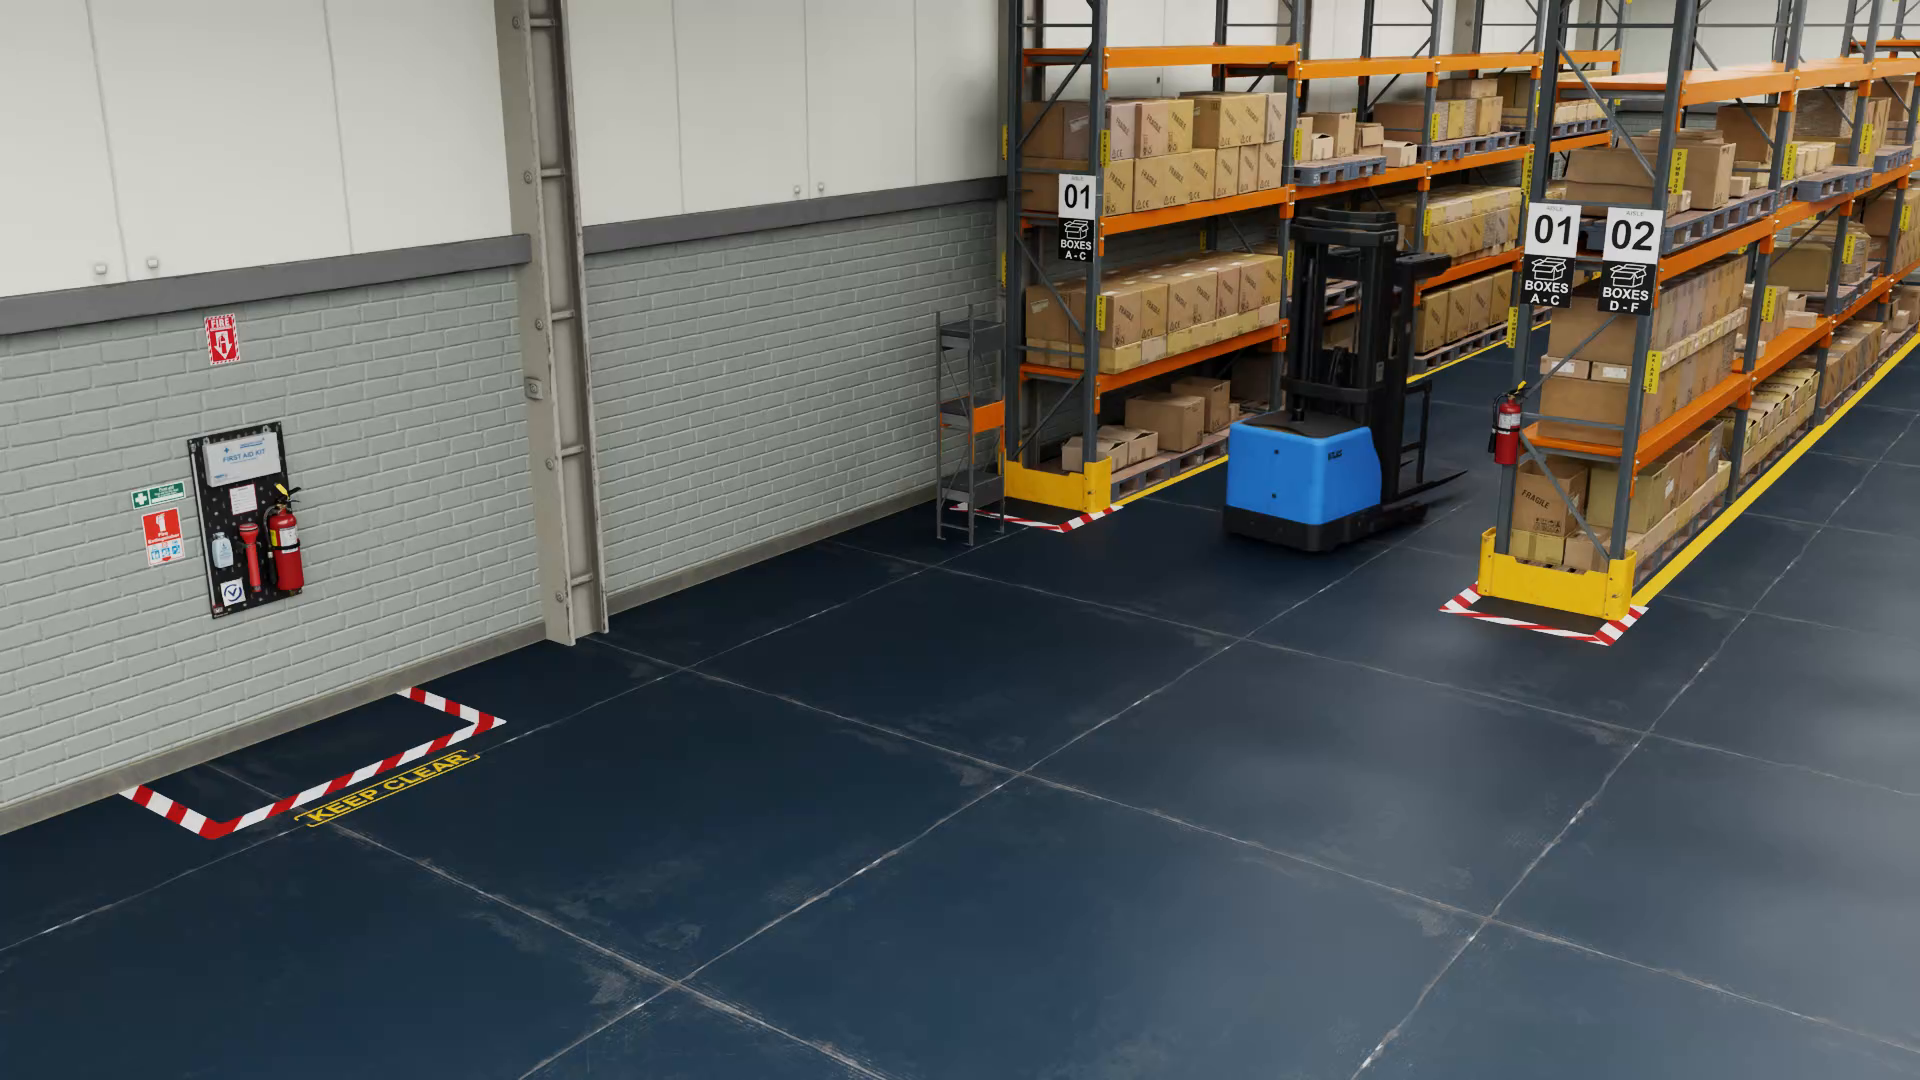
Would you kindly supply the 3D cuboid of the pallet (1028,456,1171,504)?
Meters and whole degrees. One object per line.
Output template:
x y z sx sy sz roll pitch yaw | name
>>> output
1.440 -0.682 17.092 1.003 0.211 1.213 12 21 35 | pallet

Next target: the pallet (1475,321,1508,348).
7.633 -3.138 25.000 1.003 0.211 1.213 12 21 35 | pallet

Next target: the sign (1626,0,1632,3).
10.843 -8.869 26.929 0.100 0.325 0.005 12 21 35 | sign

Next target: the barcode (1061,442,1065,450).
1.056 -0.963 17.070 0.001 0.075 0.075 12 21 35 | barcode

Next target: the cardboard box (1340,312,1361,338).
4.871 -2.783 21.364 0.500 0.250 0.500 13 21 36 | cardboard box

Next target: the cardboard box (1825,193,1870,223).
12.106 -4.484 22.777 0.500 0.500 0.500 13 21 35 | cardboard box

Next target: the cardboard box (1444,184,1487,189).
7.549 -5.161 24.843 0.500 0.250 0.500 13 22 36 | cardboard box

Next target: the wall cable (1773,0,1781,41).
16.245 -10.220 29.706 3.097 2.526 0.112 12 21 35 | wall cable

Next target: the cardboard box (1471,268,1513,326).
7.749 -3.663 24.905 0.750 0.750 0.750 13 21 35 | cardboard box

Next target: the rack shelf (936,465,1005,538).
0.099 -0.361 15.277 0.431 0.518 0.480 12 21 35 | rack shelf

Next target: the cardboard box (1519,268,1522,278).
8.910 -4.193 26.107 0.380 0.149 0.250 13 22 37 | cardboard box

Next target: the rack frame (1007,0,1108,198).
0.882 -4.674 15.127 1.000 3.000 0.127 12 21 35 | rack frame

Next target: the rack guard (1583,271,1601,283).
10.429 -4.432 28.678 1.175 0.500 0.348 12 21 35 | rack guard

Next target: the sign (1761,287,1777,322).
7.692 -2.241 15.814 0.100 0.325 0.005 12 21 35 | sign

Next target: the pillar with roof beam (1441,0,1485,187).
11.212 -7.091 22.910 9.100 9.000 0.400 12 21 35 | pillar with roof beam

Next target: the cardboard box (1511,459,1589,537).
4.943 -0.360 14.016 0.500 0.500 0.500 12 21 35 | cardboard box

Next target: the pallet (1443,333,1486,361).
6.906 -2.846 24.060 1.003 0.211 1.213 12 21 35 | pallet

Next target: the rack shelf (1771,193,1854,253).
8.437 -3.452 17.465 1.077 0.370 4.000 12 21 35 | rack shelf

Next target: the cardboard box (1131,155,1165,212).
1.631 -3.456 16.060 0.500 0.500 0.500 14 22 38 | cardboard box

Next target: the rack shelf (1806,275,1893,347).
10.821 -2.973 20.978 1.077 0.370 4.000 12 21 35 | rack shelf

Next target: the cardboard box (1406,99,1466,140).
6.505 -5.795 22.886 0.700 0.500 0.500 14 22 37 | cardboard box

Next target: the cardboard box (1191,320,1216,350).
2.337 -2.173 17.410 0.500 0.250 0.500 13 21 35 | cardboard box

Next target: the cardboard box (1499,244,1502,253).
7.736 -4.308 24.455 0.380 0.149 0.250 13 22 36 | cardboard box

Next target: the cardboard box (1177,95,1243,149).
2.564 -4.303 17.103 0.500 0.500 0.500 12 21 33 | cardboard box

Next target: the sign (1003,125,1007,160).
0.448 -3.767 15.772 0.100 0.325 0.005 12 21 35 | sign

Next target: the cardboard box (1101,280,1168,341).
1.710 -2.281 16.494 0.500 0.500 0.500 12 21 35 | cardboard box

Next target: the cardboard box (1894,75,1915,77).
13.737 -6.474 24.126 0.700 0.500 0.500 12 21 35 | cardboard box

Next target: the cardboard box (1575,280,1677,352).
5.491 -1.849 13.792 0.700 0.500 0.500 12 21 33 | cardboard box

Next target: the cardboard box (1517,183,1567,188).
9.695 -5.464 27.283 0.980 0.700 0.700 12 21 34 | cardboard box

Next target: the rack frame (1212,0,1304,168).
3.265 -5.627 18.195 1.000 3.000 0.127 12 21 35 | rack frame

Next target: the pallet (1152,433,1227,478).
2.167 -0.972 18.024 1.003 0.211 1.213 12 21 35 | pallet

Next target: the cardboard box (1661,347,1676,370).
5.726 -1.530 13.855 0.380 0.149 0.250 12 21 34 | cardboard box

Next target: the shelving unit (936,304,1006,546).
0.099 -1.042 15.066 0.431 2.100 0.503 12 21 35 | shelving unit

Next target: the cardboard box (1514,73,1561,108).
8.682 -6.755 24.997 0.500 0.500 0.500 12 21 34 | cardboard box

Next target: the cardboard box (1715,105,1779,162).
7.645 -3.947 16.123 0.500 0.500 0.500 13 21 35 | cardboard box

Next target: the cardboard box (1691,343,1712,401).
6.375 -1.582 15.119 0.700 0.500 0.500 13 21 35 | cardboard box

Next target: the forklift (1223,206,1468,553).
3.820 -1.644 15.602 1.130 2.935 3.031 16 24 42 | forklift

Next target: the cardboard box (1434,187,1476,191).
7.242 -5.035 24.438 0.500 0.250 0.500 13 21 35 | cardboard box

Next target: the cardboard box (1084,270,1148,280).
1.604 -2.497 17.187 0.500 0.500 0.500 12 21 33 | cardboard box

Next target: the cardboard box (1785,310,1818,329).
9.315 -2.457 18.527 0.380 0.149 0.250 12 21 35 | cardboard box

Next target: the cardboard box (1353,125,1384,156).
4.802 -4.913 20.748 0.797 0.503 0.637 16 24 42 | cardboard box

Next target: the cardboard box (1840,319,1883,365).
11.949 -2.641 22.169 0.500 0.500 0.500 12 21 34 | cardboard box

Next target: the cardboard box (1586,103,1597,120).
9.883 -6.883 26.676 0.500 0.250 0.500 11 21 33 | cardboard box

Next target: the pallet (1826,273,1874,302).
10.784 -3.212 20.860 1.003 0.211 1.213 12 21 35 | pallet

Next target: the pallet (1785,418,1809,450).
9.107 -1.319 19.141 1.003 0.211 1.213 12 21 35 | pallet

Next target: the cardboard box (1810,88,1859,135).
10.198 -5.022 19.451 0.500 0.500 0.500 12 21 35 | cardboard box

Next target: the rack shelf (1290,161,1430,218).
4.457 -4.327 20.281 1.077 0.370 4.000 12 21 35 | rack shelf

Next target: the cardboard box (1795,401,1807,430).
9.207 -1.435 18.743 0.500 0.250 0.500 12 21 34 | cardboard box

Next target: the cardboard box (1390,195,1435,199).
6.330 -4.670 23.262 0.500 0.250 0.500 12 21 33 | cardboard box

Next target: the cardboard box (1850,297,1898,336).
13.128 -3.259 24.154 0.797 0.503 0.637 12 21 35 | cardboard box

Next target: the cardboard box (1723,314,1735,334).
6.953 -2.021 15.437 0.380 0.149 0.250 12 21 33 | cardboard box

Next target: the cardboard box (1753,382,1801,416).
8.907 -1.582 18.269 0.500 0.311 0.500 12 21 34 | cardboard box

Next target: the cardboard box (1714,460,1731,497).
7.145 -0.625 16.134 0.500 0.250 0.500 12 21 35 | cardboard box

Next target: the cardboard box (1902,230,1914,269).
12.837 -4.036 23.020 0.500 0.500 0.500 13 21 36 | cardboard box
